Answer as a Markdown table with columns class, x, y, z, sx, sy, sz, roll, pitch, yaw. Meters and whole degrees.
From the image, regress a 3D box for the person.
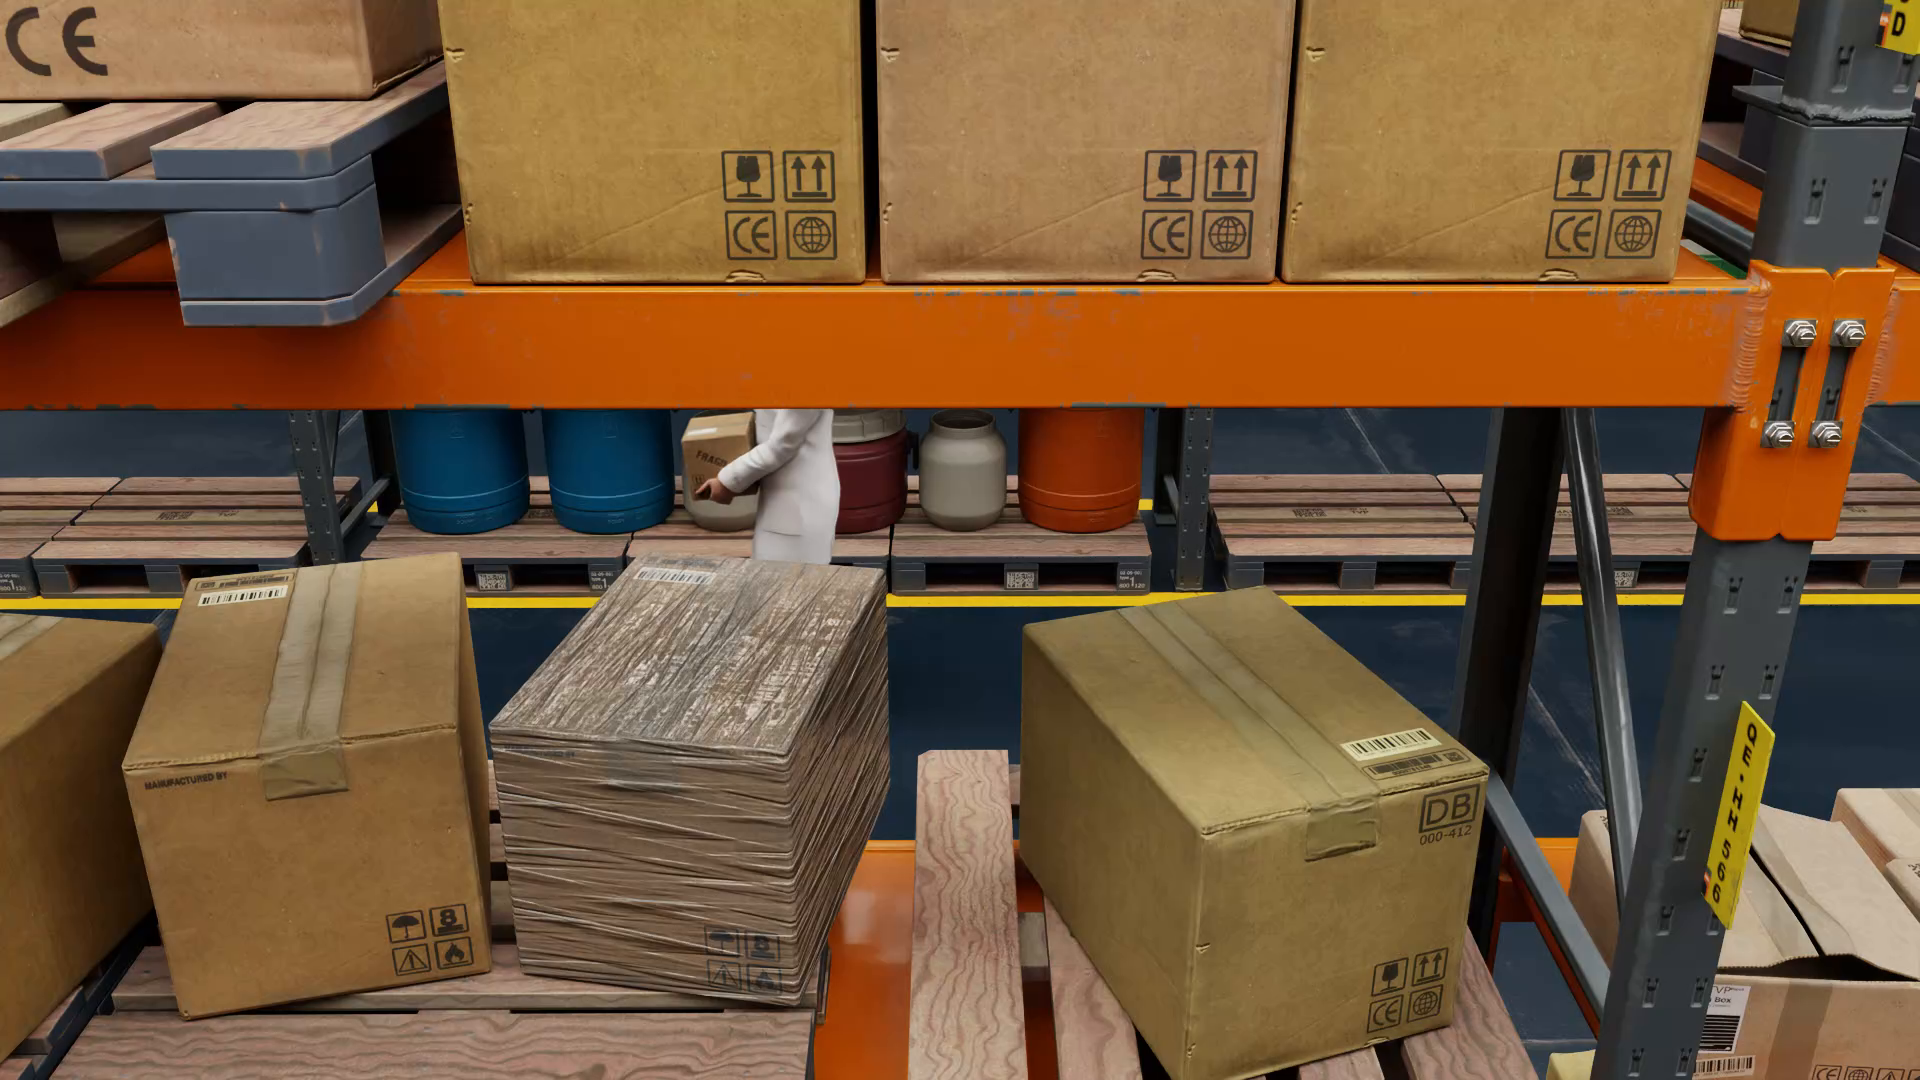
| class | x | y | z | sx | sy | sz | roll | pitch | yaw |
| --- | --- | --- | --- | --- | --- | --- | --- | --- | --- |
| person | -0.728 | -0.146 | 6.471 | 0.554 | 1.758 | 0.531 | 0 | 24 | 0 |
